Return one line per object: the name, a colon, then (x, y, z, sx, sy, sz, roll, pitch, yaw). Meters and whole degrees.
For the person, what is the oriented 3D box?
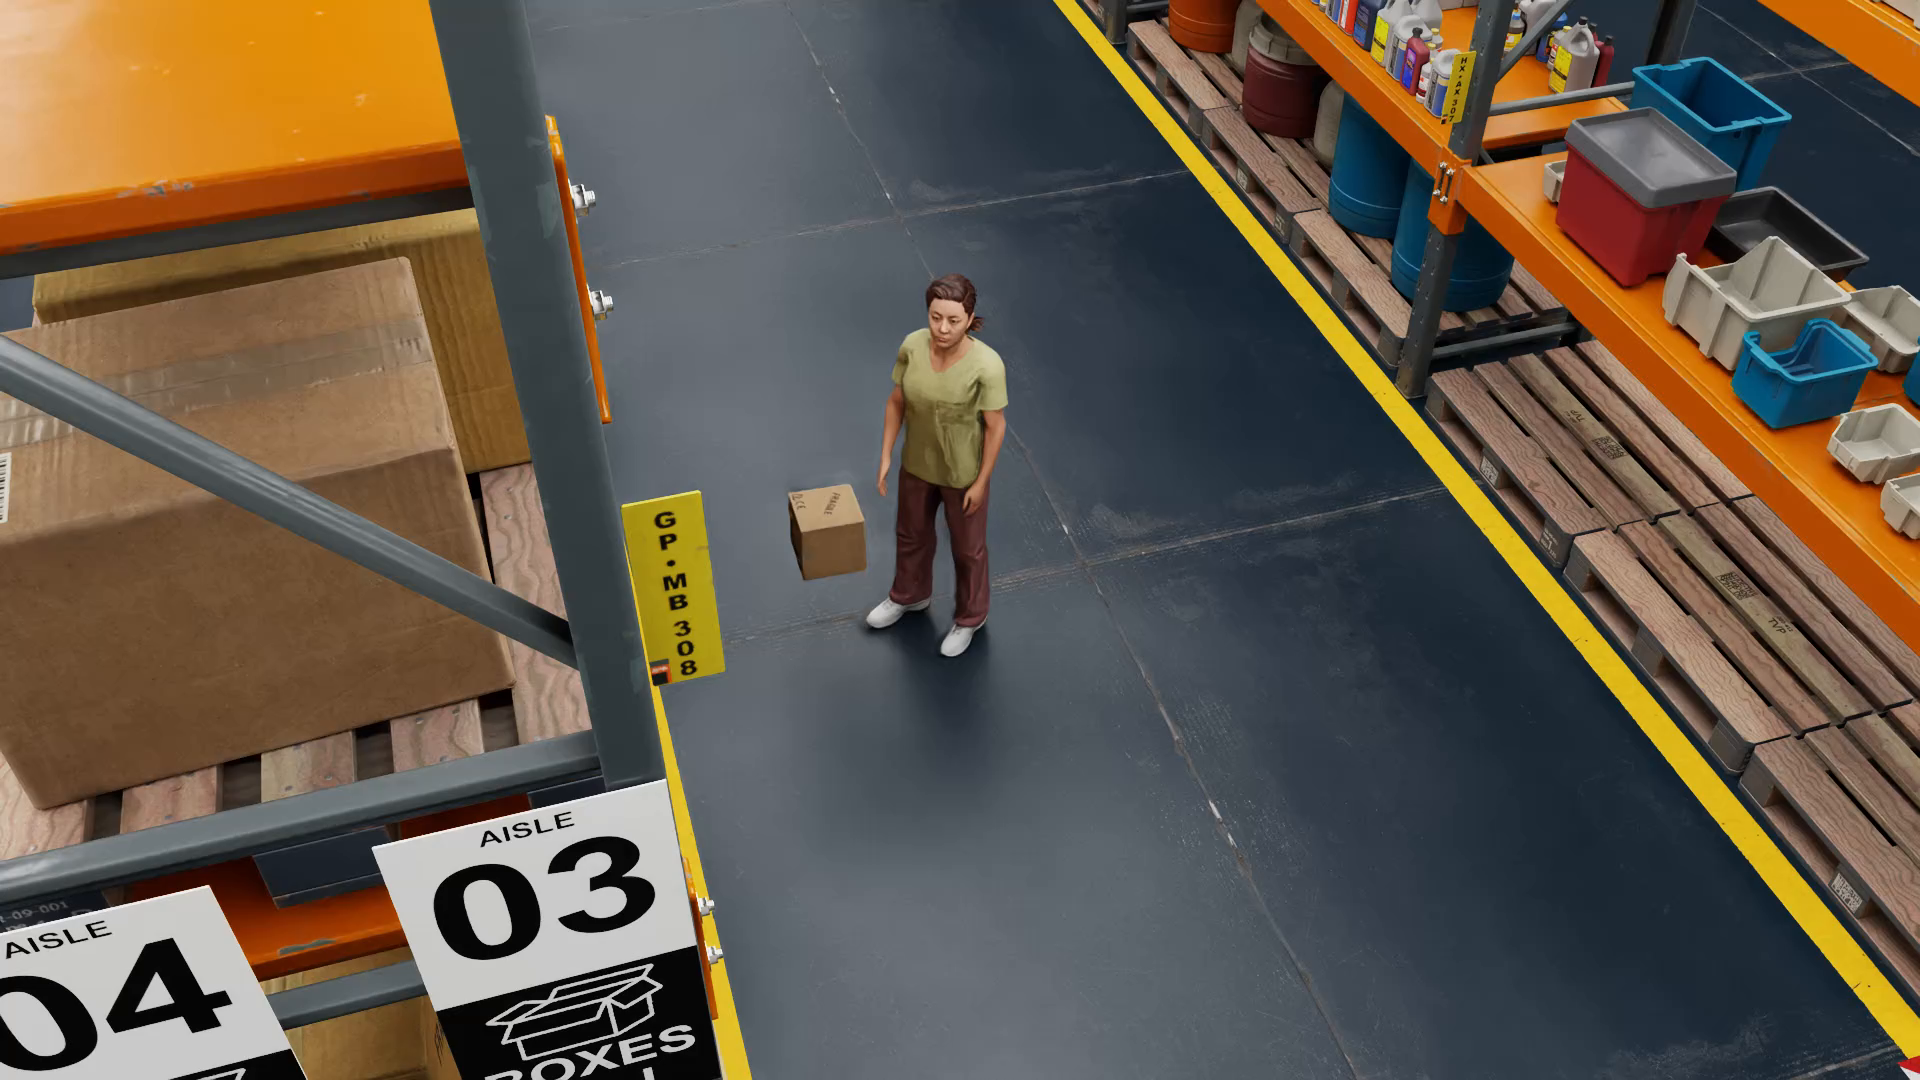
person: (-0.084, -0.284, 6.450, 0.536, 1.680, 0.414, 19, 46, 20)
